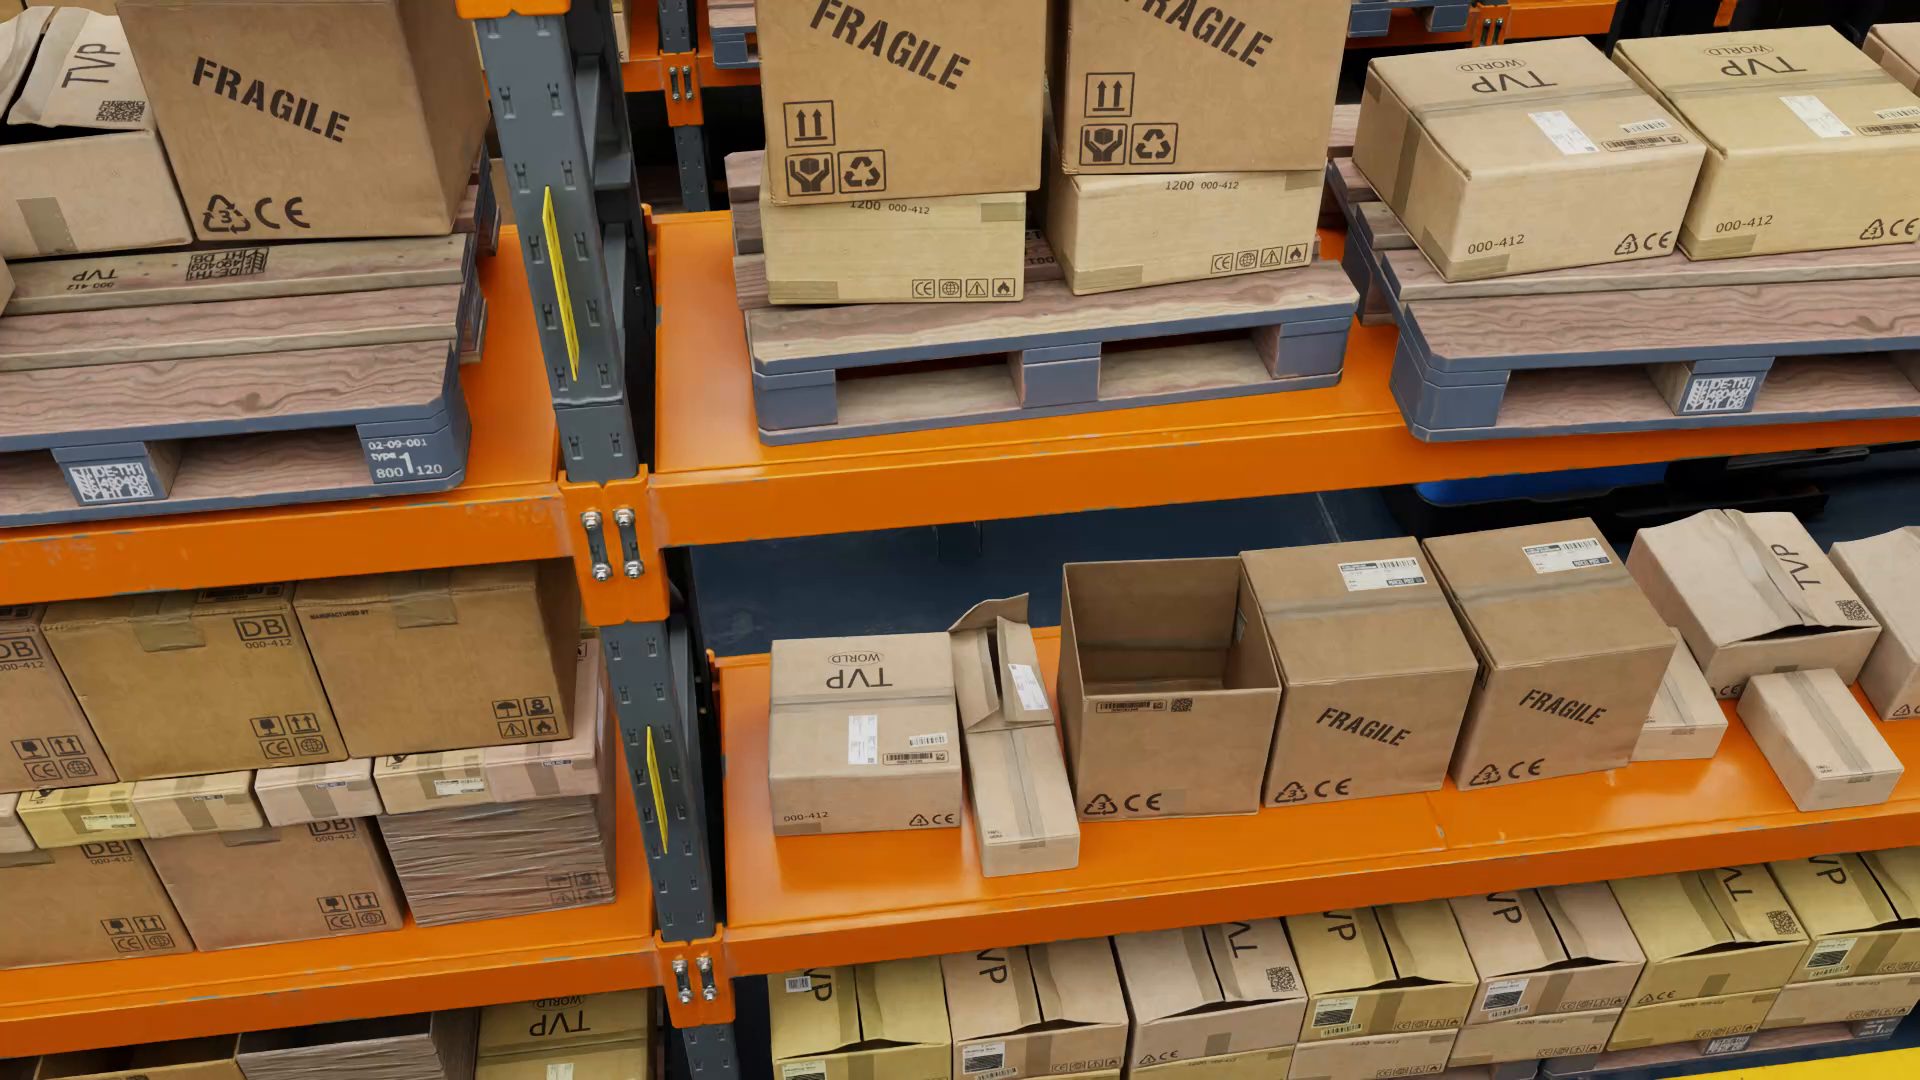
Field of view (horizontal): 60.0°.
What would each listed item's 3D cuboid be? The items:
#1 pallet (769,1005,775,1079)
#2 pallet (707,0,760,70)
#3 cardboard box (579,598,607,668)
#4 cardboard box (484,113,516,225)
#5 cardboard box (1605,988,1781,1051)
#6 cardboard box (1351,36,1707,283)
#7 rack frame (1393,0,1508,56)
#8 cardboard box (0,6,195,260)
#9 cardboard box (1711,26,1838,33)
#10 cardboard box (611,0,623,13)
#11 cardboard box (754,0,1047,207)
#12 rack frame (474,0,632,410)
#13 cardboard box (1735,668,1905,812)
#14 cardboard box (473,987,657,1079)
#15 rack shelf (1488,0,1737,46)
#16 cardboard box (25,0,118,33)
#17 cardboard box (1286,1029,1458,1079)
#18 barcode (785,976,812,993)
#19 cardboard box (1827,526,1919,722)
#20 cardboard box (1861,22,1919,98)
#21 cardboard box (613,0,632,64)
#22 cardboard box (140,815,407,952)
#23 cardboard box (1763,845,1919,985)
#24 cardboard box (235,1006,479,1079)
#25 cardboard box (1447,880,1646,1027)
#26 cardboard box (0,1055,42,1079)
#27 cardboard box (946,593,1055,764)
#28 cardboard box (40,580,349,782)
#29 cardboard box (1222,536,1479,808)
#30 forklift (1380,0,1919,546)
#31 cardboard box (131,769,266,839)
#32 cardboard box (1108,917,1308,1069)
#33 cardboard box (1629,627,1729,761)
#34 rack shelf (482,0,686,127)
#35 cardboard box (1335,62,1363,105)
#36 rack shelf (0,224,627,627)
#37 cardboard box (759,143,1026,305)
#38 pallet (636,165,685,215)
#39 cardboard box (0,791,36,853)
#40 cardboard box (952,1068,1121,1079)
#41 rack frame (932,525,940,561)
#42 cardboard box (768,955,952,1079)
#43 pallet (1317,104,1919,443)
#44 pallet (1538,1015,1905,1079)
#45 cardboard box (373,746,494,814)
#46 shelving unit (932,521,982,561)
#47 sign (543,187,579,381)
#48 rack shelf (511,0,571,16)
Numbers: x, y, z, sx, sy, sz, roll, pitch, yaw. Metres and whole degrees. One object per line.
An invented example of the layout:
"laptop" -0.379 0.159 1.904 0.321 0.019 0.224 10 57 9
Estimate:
"pallet" -0.018 1.485 5.446 1.213 0.211 1.003 -5 42 -6
"pallet" -0.613 -2.649 8.090 1.213 0.211 1.003 -5 42 -6
"cardboard box" -1.036 0.156 4.278 0.250 0.149 0.380 -5 42 -6
"cardboard box" -2.414 -1.869 8.620 0.500 0.500 0.500 -8 43 -9
"cardboard box" 2.222 1.312 5.295 0.500 0.250 0.500 -5 42 -6
"cardboard box" 1.160 -0.800 3.456 0.500 0.250 0.500 -8 43 -9
"rack frame" 2.576 -3.097 8.444 0.127 3.000 1.000 -5 42 -6
"cardboard box" -1.813 -0.834 3.344 0.500 0.311 0.500 -7 43 -8
"cardboard box" 4.192 -2.504 9.078 0.750 0.750 0.750 -5 42 -6
"cardboard box" -1.819 -2.734 7.578 0.500 0.500 0.500 -5 42 -6
"cardboard box" -0.127 -0.980 3.096 0.500 0.500 0.500 -5 42 -5
"rack frame" -0.744 -1.688 2.403 0.127 3.000 1.000 -5 42 -6
"cardboard box" 2.366 0.547 4.592 0.250 0.149 0.380 -5 42 -6
"cardboard box" -1.175 1.590 4.987 0.500 0.250 0.500 -5 42 -6
"rack shelf" 4.559 -3.004 8.878 4.000 0.370 1.077 -5 42 -6
"cardboard box" -3.839 -2.552 7.377 0.500 0.500 0.500 -6 42 -7
"cardboard box" 1.213 1.400 5.197 0.500 0.250 0.500 -4 42 -5
"barcode" -0.437 1.202 4.499 0.075 0.075 0.001 -5 42 -6
"cardboard box" 2.856 0.228 4.824 0.500 0.311 0.500 -3 42 -3
"cardboard box" 2.262 -0.888 3.553 0.500 0.250 0.500 -4 42 -4
"cardboard box" -1.820 -2.459 7.834 0.500 0.250 0.500 -5 42 -5
"cardboard box" -1.705 0.595 4.276 0.500 0.500 0.700 -5 42 -6
"cardboard box" 2.735 1.058 5.158 0.500 0.311 0.500 -4 42 -4
"cardboard box" -1.673 1.347 4.696 0.500 0.500 0.500 -5 42 -6
"cardboard box" 1.719 1.149 5.057 0.500 0.311 0.500 -5 42 -6
"cardboard box" -2.662 1.446 4.587 0.500 0.500 0.500 -5 42 -6
"cardboard box" 0.104 0.391 4.677 0.258 0.266 0.396 -6 42 -7
"cardboard box" -1.684 0.108 3.847 0.500 0.500 0.700 -5 42 -6
"cardboard box" 1.039 0.357 4.540 0.500 0.500 0.500 -5 42 -5
"forklift" 3.350 -1.499 6.724 3.031 2.935 1.130 -6 42 -7
"cardboard box" -1.751 0.495 3.902 0.250 0.149 0.380 -5 42 -6
"cardboard box" 0.708 1.240 4.956 0.500 0.311 0.500 -6 42 -7
"cardboard box" 1.965 0.434 4.717 0.250 0.149 0.380 -2 42 -2
"rack shelf" -3.373 -2.309 8.108 4.000 0.370 1.077 -5 42 -6
"cardboard box" 1.869 -2.235 9.027 0.500 0.500 0.700 -4 42 -5
"rack shelf" -2.727 -0.134 3.456 4.000 0.370 1.077 -5 42 -6
"cardboard box" -0.132 -0.722 3.370 0.500 0.250 0.500 -1 42 -1
"pallet" -2.051 -1.633 8.903 1.213 0.211 1.003 -5 42 -6
"cardboard box" -2.245 0.537 3.857 0.250 0.149 0.380 -4 42 -4
"cardboard box" 0.195 1.491 5.097 0.500 0.250 0.500 -4 42 -4
"rack frame" -0.105 -0.436 6.838 0.006 1.200 0.240 -5 42 -6
"cardboard box" -0.302 1.326 4.861 0.500 0.311 0.500 -5 42 -5
"pallet" 1.452 -0.634 3.615 1.213 0.211 1.003 -3 42 -4
"pallet" 2.401 1.273 5.681 1.213 0.211 1.003 -5 42 -6
"cardboard box" -1.231 0.448 3.955 0.250 0.149 0.380 -6 42 -6
"shelving unit" -0.014 -0.444 6.847 0.189 1.200 0.258 -5 42 -6
"sign" -0.670 -0.427 2.799 0.005 0.325 0.100 -5 42 -6
"rack shelf" 1.239 -1.446 2.970 4.000 0.370 1.077 -5 42 -6
